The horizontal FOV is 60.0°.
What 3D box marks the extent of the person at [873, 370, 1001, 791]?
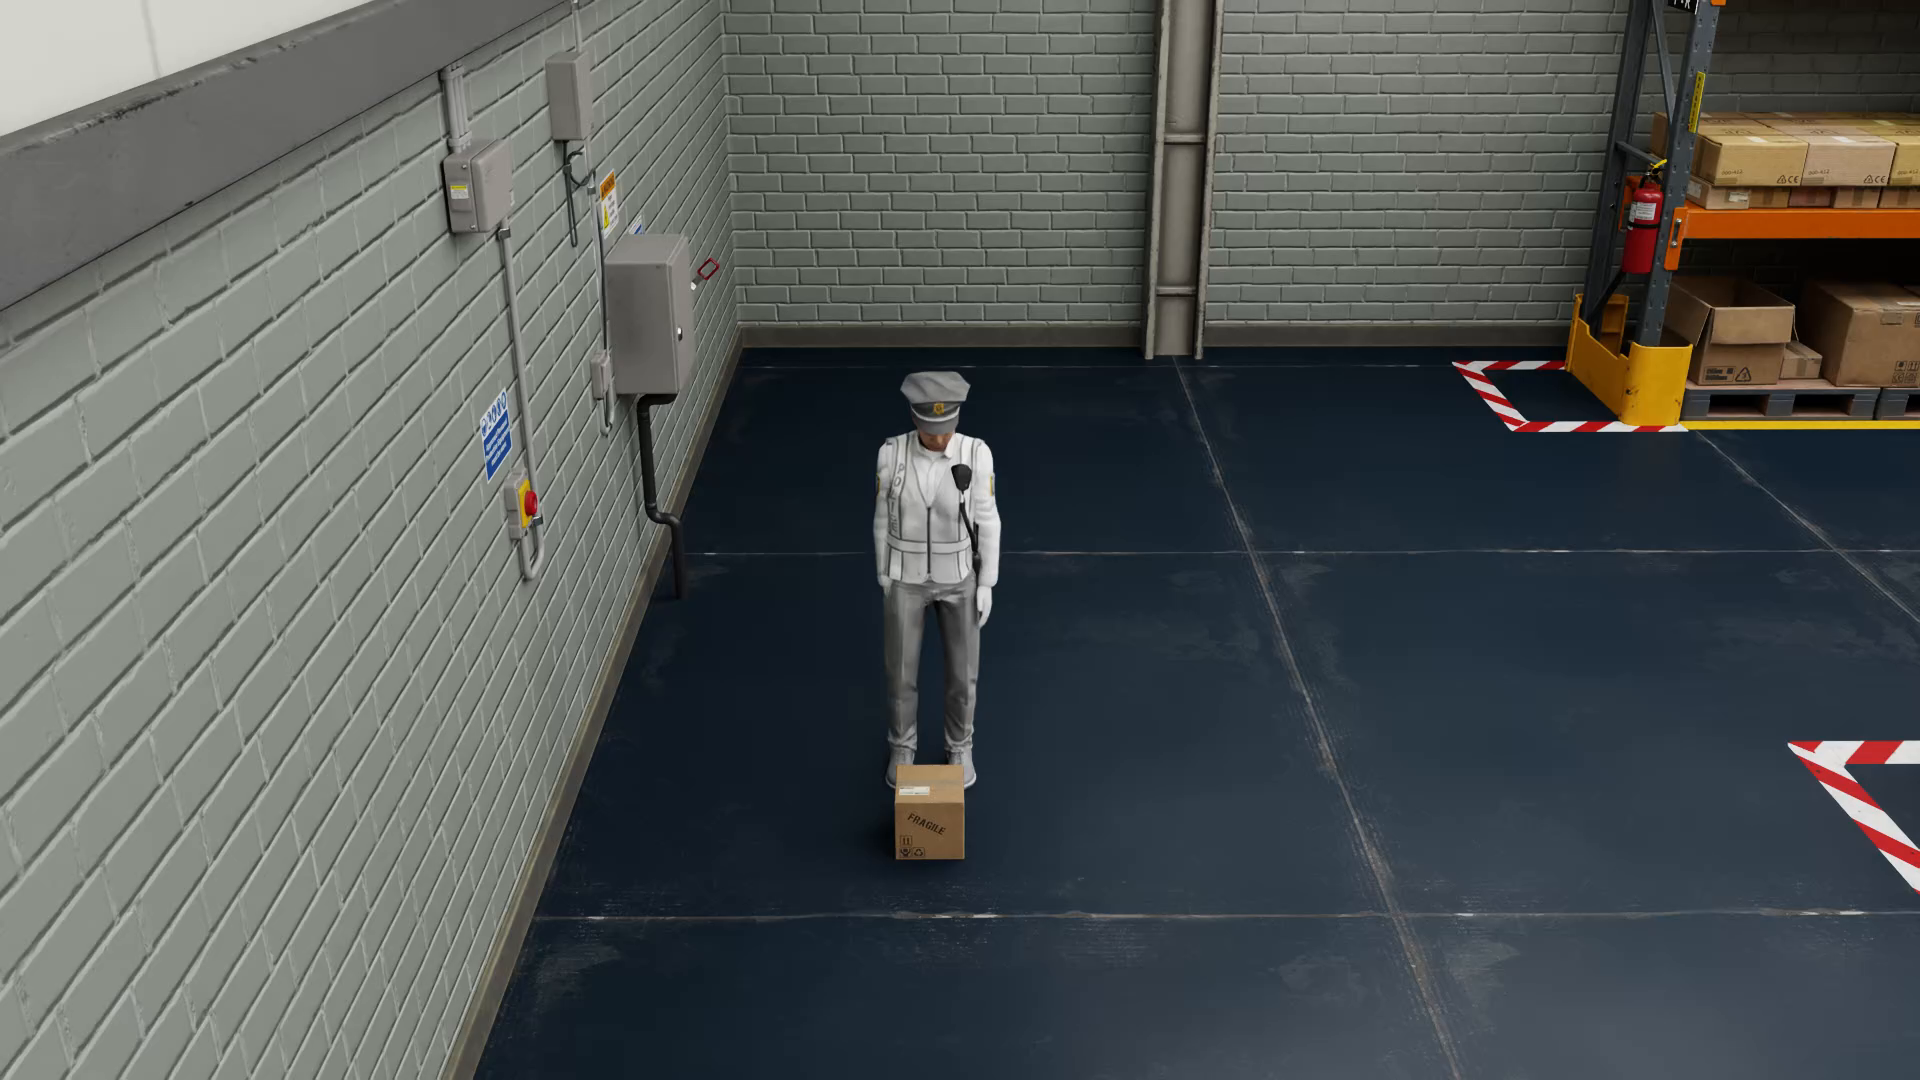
[{"bbox_3d":[-0.086,0.168,6.249,0.476,1.661,0.338,0,24,1],"label":"person"}]
